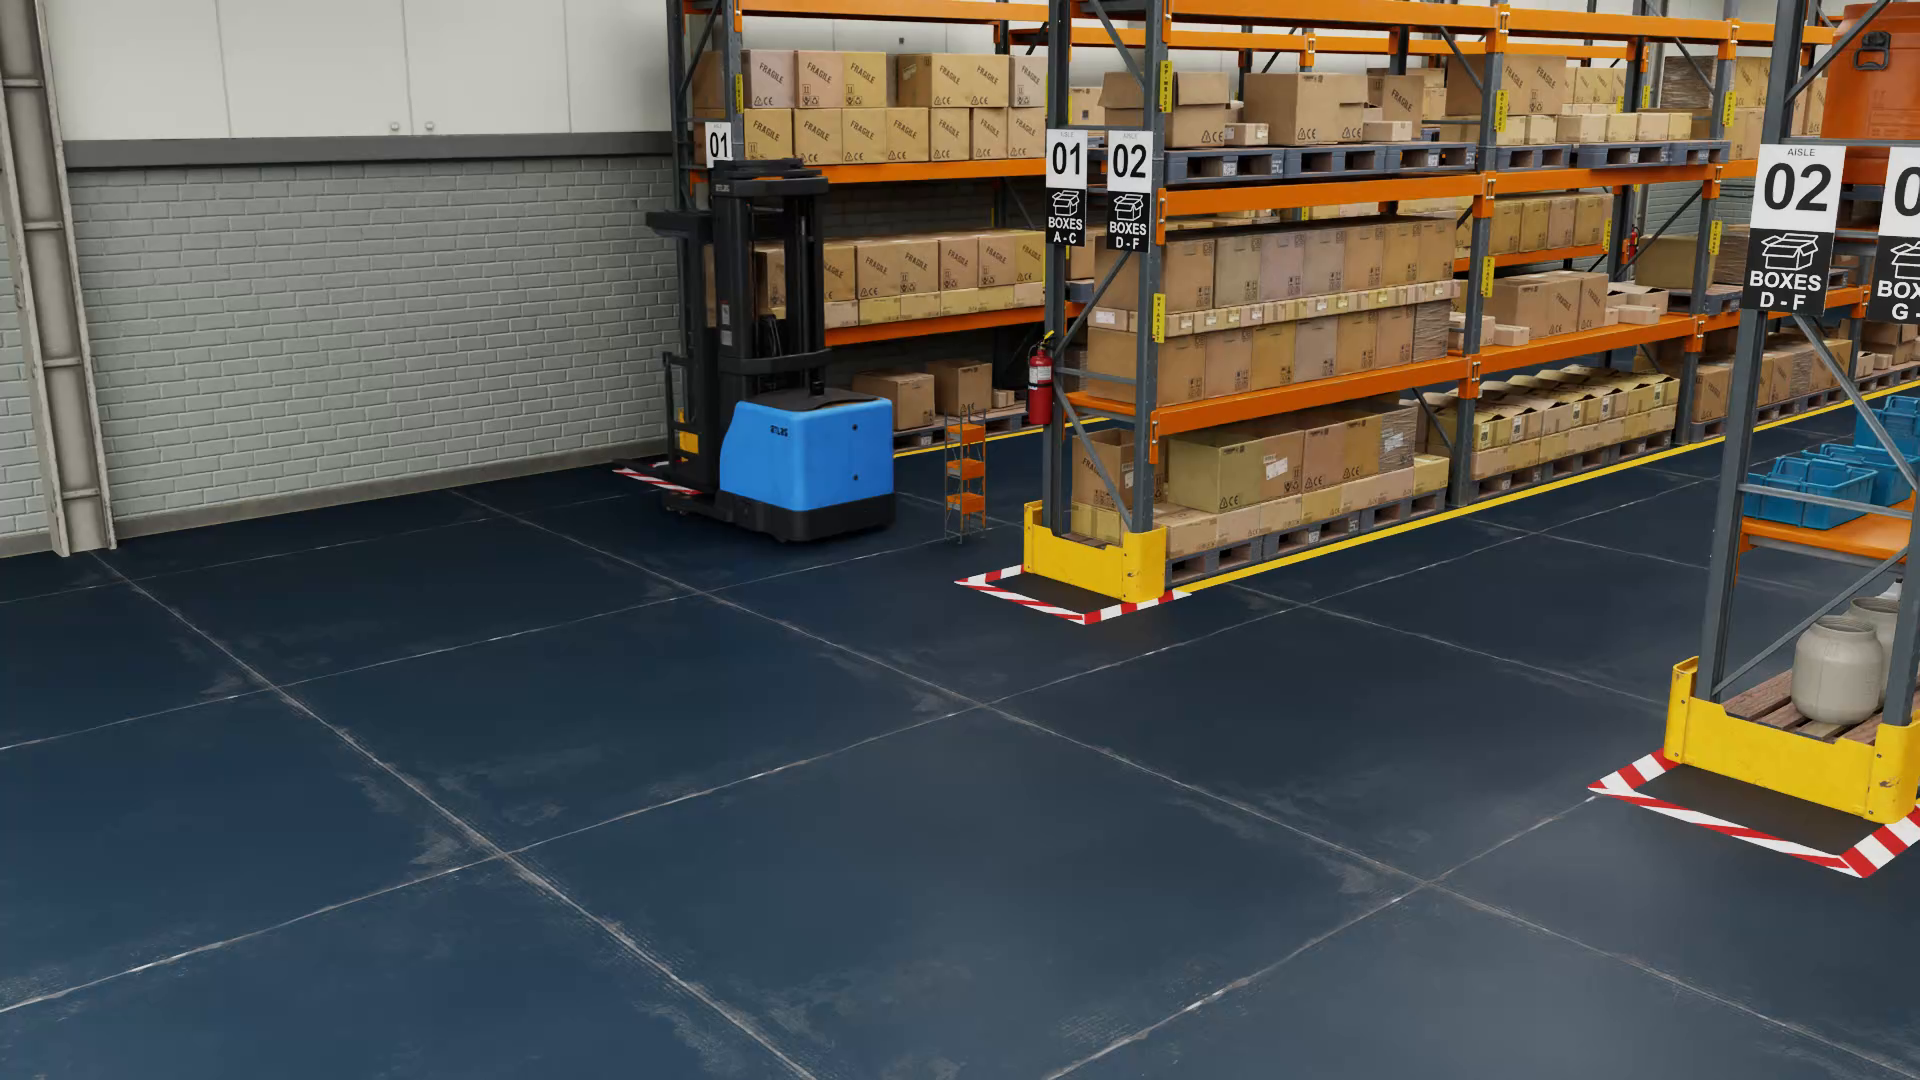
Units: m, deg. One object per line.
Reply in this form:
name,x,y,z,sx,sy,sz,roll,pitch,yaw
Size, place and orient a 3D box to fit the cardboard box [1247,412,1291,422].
cardboard box,2.312,-0.790,13.455,0.500,0.500,0.500,-13,19,-39

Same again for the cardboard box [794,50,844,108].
cardboard box,-1.413,-4.195,15.158,0.500,0.500,0.500,-13,20,-40

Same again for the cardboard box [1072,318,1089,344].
cardboard box,1.617,-2.359,18.808,0.500,0.250,0.500,-13,20,-41

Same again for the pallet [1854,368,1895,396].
pallet,10.551,-1.949,20.138,1.213,0.211,1.003,-13,19,-39

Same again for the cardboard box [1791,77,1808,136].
cardboard box,8.599,-4.631,17.763,0.600,0.600,0.600,-14,20,-41

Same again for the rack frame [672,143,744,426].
rack frame,-2.275,-2.111,15.341,0.127,3.000,1.000,-13,19,-39

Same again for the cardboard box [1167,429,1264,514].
cardboard box,1.906,-0.517,12.434,0.500,0.500,0.500,-13,19,-39

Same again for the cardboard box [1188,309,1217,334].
cardboard box,1.614,-1.579,11.898,0.250,0.149,0.380,-13,20,-41

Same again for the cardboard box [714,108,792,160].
cardboard box,-1.859,-3.626,14.968,0.500,0.500,0.500,-12,19,-38

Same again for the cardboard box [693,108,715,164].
cardboard box,-2.126,-3.738,15.388,0.500,0.500,0.500,-11,18,-35

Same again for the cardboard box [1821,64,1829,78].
cardboard box,10.374,-5.251,19.151,0.500,0.500,0.700,-13,19,-39

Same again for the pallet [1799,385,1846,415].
pallet,9.443,-1.688,19.160,1.213,0.211,1.003,-13,19,-39

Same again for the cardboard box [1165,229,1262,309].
cardboard box,1.773,-1.998,12.211,0.500,0.500,0.700,-13,20,-41

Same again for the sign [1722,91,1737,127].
sign,7.373,-4.130,15.933,0.005,0.325,0.100,-13,19,-39

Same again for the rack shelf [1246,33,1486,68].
rack shelf,5.269,-6.163,21.053,4.000,0.370,1.077,-13,19,-39

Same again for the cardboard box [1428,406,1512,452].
cardboard box,4.472,-0.992,14.579,0.500,0.311,0.500,-13,19,-39

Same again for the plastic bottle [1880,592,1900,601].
plastic bottle,5.639,0.464,10.128,0.135,0.276,0.152,-13,20,-41

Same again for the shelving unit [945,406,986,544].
shelving unit,0.040,-0.516,13.148,0.252,1.050,0.215,-13,20,-39

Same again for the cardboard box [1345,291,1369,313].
cardboard box,2.974,-1.884,13.041,0.250,0.149,0.380,-12,19,-38

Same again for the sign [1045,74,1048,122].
sign,0.634,-3.094,11.646,0.005,0.325,0.100,-13,19,-39

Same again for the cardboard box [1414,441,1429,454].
cardboard box,4.120,-0.826,15.045,0.500,0.250,0.500,-13,20,-40

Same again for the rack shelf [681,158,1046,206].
rack shelf,-0.766,-3.552,16.315,4.000,0.370,1.077,-13,19,-39

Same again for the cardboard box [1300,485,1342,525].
cardboard box,2.663,-0.323,13.162,0.500,0.250,0.500,-13,19,-39

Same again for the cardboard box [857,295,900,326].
cardboard box,-0.928,-2.245,16.094,0.500,0.250,0.500,-13,20,-40

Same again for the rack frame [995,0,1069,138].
rack frame,0.743,-5.687,17.104,0.127,3.000,1.000,-13,19,-39

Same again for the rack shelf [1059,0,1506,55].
rack shelf,2.488,-3.844,12.372,4.000,0.370,1.077,-13,19,-39

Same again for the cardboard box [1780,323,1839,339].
cardboard box,10.276,-2.337,20.178,0.500,0.500,0.500,-13,19,-39

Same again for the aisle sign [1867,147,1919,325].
aisle sign,4.366,-1.369,7.526,0.004,0.787,0.394,-13,19,-39

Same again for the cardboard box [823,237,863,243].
cardboard box,-1.285,-2.704,16.358,0.500,0.500,0.500,-13,20,-41

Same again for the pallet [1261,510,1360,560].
pallet,2.449,-0.144,13.378,1.213,0.211,1.003,-13,19,-39

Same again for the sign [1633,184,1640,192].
sign,10.141,-5.387,24.904,0.005,0.325,0.100,-13,19,-39

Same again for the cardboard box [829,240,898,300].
cardboard box,-0.944,-2.601,15.974,0.500,0.500,0.500,-13,20,-41

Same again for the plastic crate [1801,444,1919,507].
plastic crate,4.903,-0.363,9.083,0.408,0.251,0.499,-13,19,-39

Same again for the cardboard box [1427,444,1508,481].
cardboard box,4.464,-0.720,14.646,0.500,0.250,0.500,-13,20,-41

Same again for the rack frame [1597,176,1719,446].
rack frame,7.015,-2.503,16.807,0.127,3.000,1.000,-13,19,-39

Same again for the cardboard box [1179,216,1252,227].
cardboard box,3.008,-3.546,19.666,0.700,0.500,0.500,14,20,42

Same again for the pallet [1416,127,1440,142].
pallet,6.118,-5.336,21.972,1.217,0.209,0.805,-14,20,-42

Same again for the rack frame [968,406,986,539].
rack frame,0.132,-0.537,13.226,0.008,1.050,0.200,-13,20,-39

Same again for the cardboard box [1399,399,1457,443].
cardboard box,4.114,-1.095,14.964,0.500,0.311,0.500,-13,19,-39

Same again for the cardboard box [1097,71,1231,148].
cardboard box,1.416,-3.014,11.622,0.637,0.503,0.797,-11,18,-36

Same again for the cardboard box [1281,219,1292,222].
cardboard box,4.295,-3.701,20.482,0.500,0.500,0.500,-12,19,-38

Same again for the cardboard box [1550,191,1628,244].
cardboard box,9.417,-4.878,25.119,0.700,0.700,0.980,-12,19,-37

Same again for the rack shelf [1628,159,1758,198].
rack shelf,8.523,-3.943,17.781,4.000,0.370,1.077,-13,19,-39

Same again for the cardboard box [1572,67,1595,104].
cardboard box,8.649,-6.462,23.647,0.500,0.500,0.500,-14,20,-42

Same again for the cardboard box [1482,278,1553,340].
cardboard box,4.985,-2.090,15.066,0.500,0.500,0.500,-11,18,-35

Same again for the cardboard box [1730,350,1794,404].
cardboard box,8.709,-1.792,18.138,0.500,0.500,0.500,-14,20,-41

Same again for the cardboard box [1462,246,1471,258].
cardboard box,6.708,-3.920,22.561,0.250,0.149,0.380,-12,19,-39

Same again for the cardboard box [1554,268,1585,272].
cardboard box,9.296,-4.052,25.381,0.250,0.149,0.380,-12,19,-39

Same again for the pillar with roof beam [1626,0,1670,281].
pillar with roof beam,14.090,-7.508,23.919,0.400,9.000,9.100,-13,19,-39

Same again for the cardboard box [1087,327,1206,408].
cardboard box,1.340,-1.272,12.007,0.500,0.500,0.700,-13,19,-39

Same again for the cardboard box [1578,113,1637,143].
cardboard box,5.887,-3.807,15.356,0.500,0.250,0.500,-13,20,-40

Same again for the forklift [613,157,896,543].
forklift,-1.892,-1.703,13.946,1.130,2.935,3.031,-13,20,-41
